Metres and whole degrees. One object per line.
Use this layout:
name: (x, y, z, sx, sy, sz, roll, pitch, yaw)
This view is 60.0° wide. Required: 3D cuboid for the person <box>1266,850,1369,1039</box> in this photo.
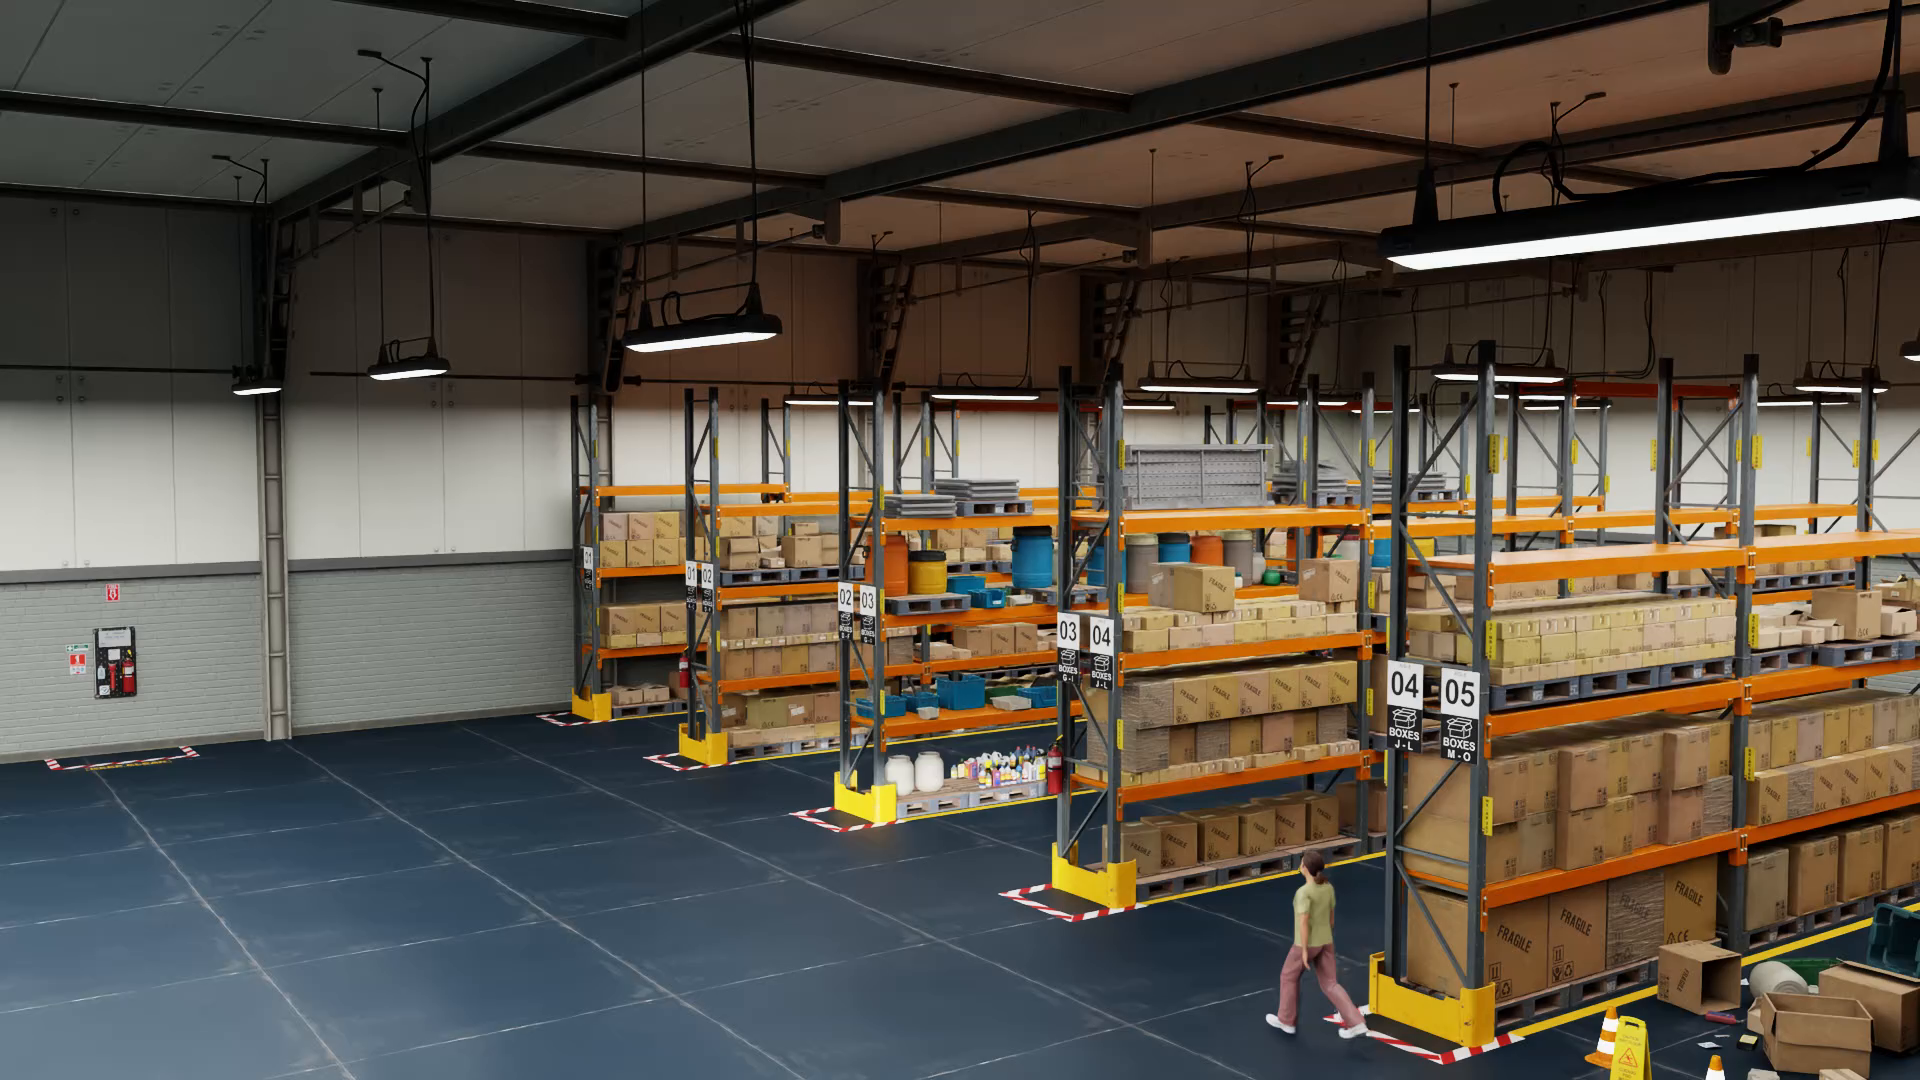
person: (3.055, 3.481, 14.263, 0.448, 1.627, 1.002, -3, 4, -37)
